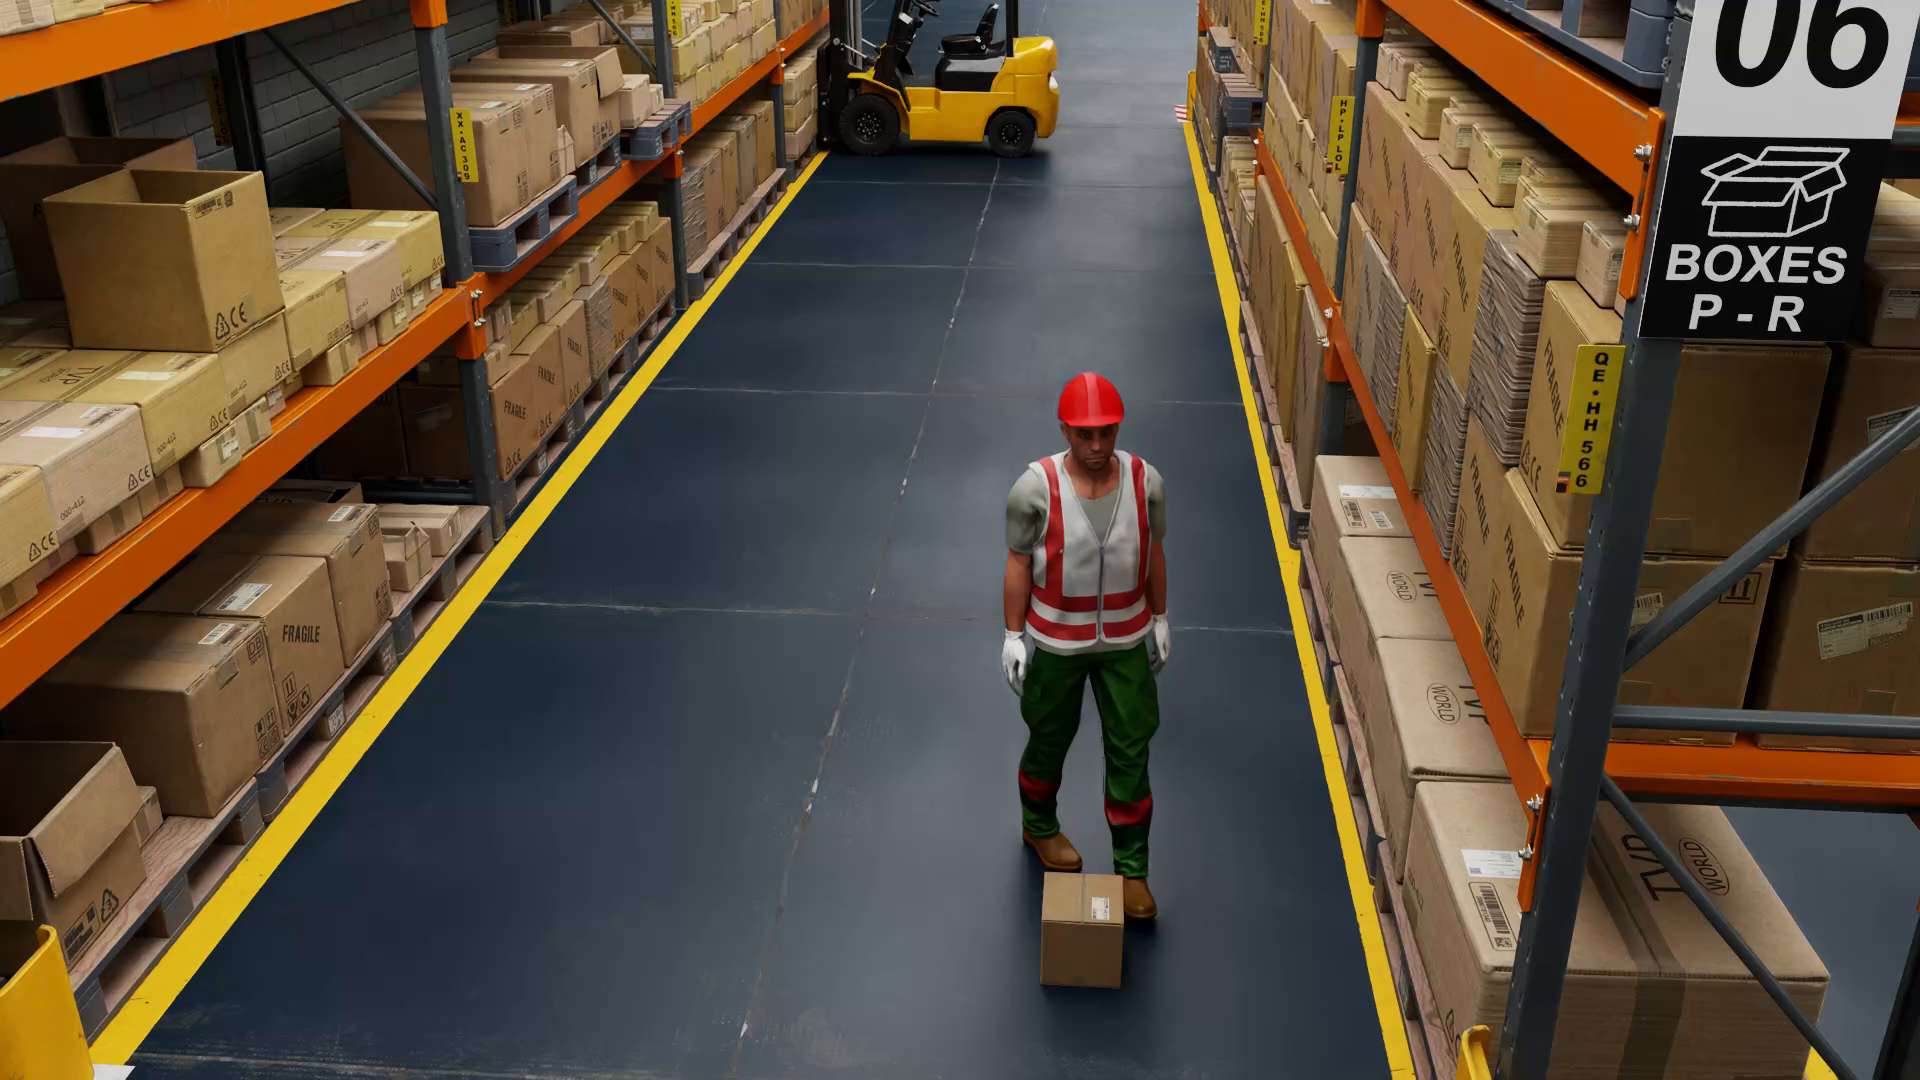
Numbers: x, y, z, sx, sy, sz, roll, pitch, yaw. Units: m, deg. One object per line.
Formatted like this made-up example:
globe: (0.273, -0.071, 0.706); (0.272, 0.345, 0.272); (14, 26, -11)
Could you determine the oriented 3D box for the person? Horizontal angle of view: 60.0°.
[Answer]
person: (0.436, 0.353, 5.287); (0.577, 1.785, 0.648); (-4, 25, -10)
